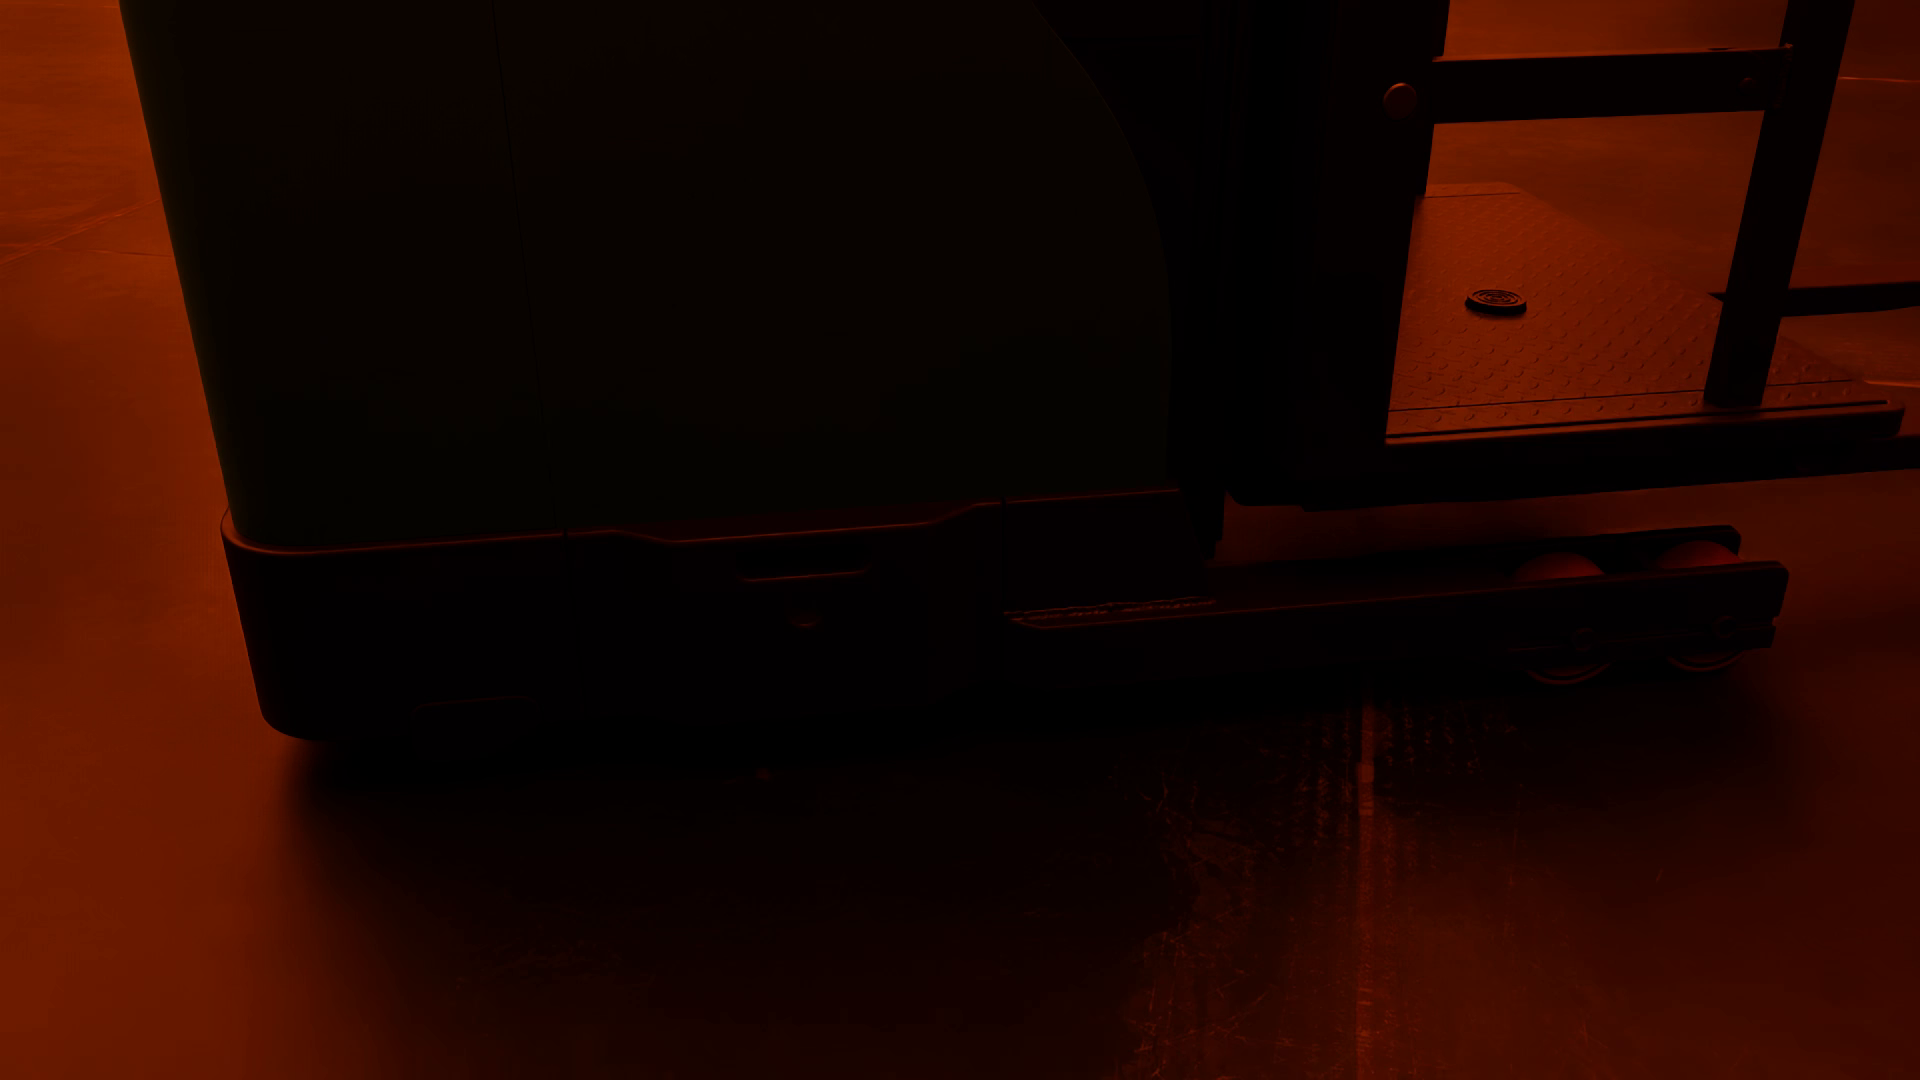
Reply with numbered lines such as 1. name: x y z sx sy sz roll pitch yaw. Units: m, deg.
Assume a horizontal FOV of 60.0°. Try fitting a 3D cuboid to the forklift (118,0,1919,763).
1. forklift: 0.600 -1.354 1.930 3.031 2.935 1.130 -4 27 -9
